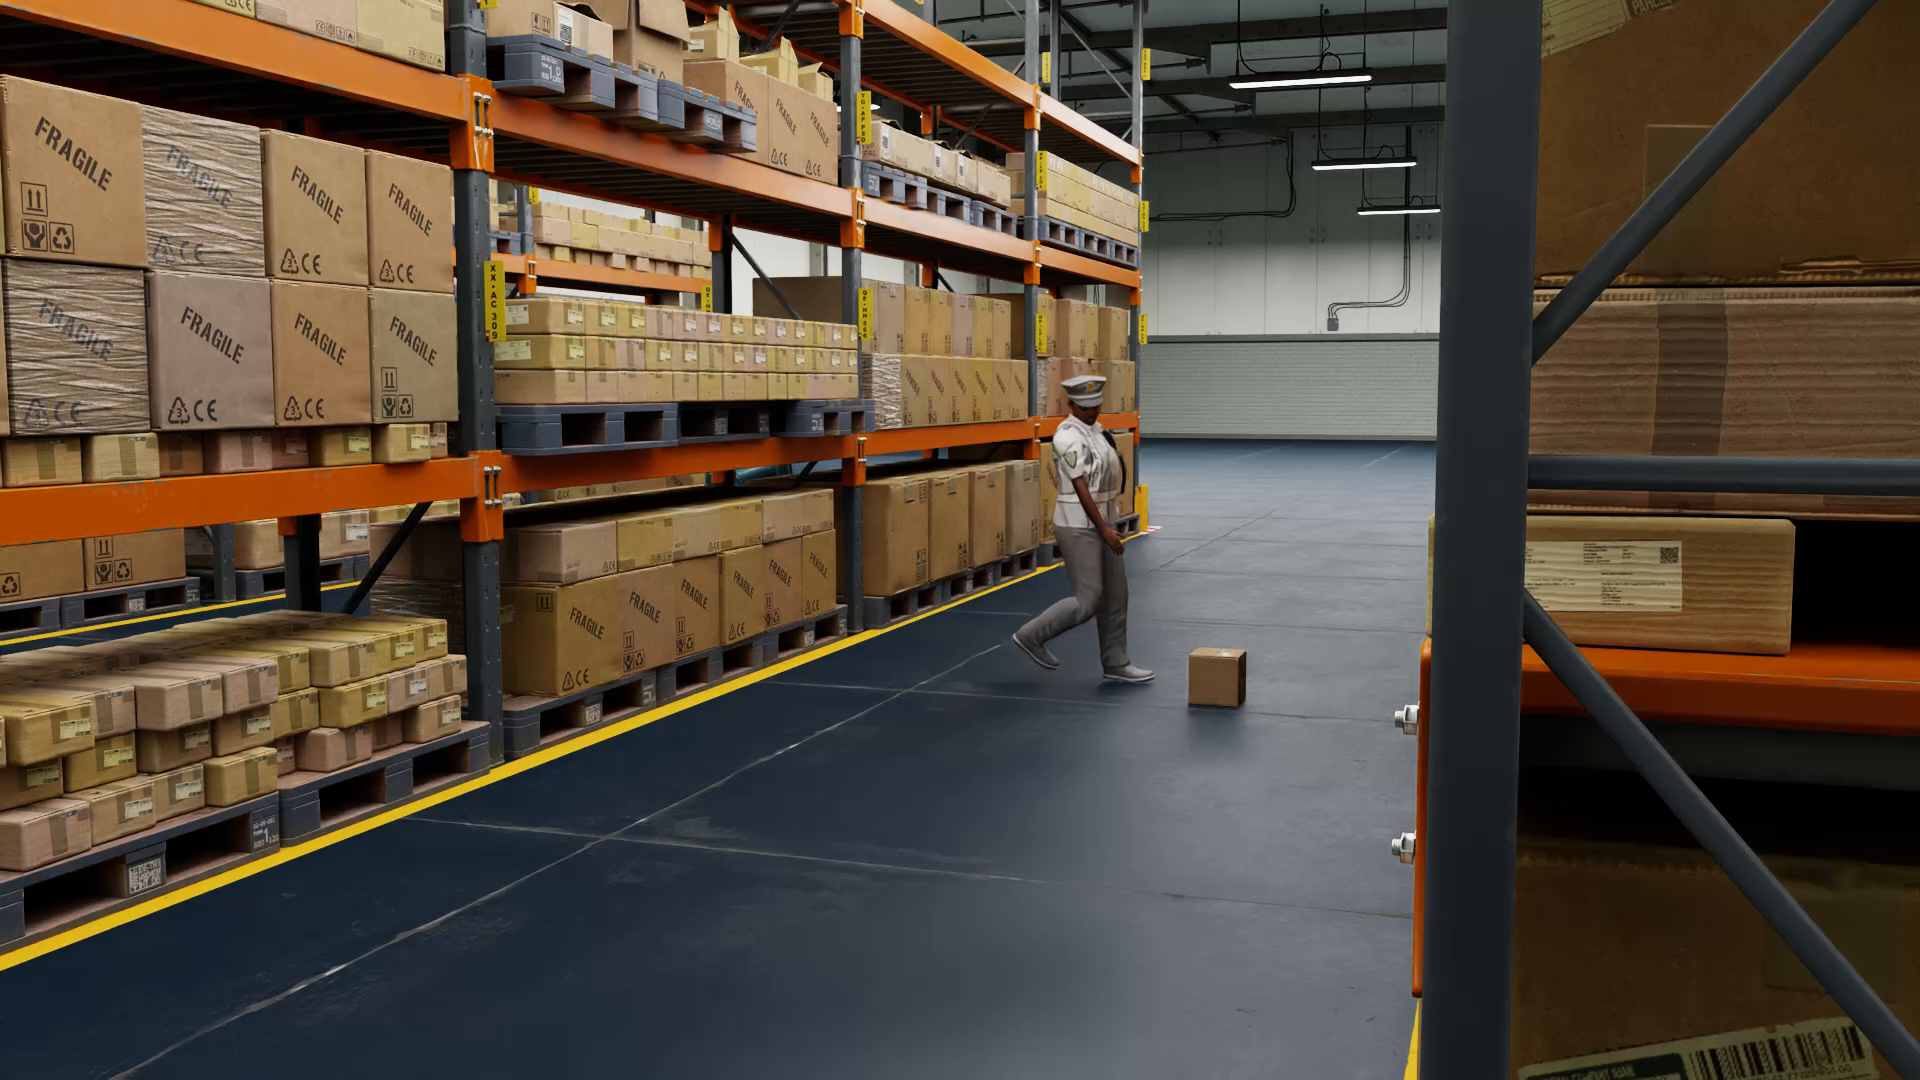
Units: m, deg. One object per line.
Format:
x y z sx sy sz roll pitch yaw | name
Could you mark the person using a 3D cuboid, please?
0.656 -0.051 8.797 0.662 1.634 0.516 3 6 29 | person
